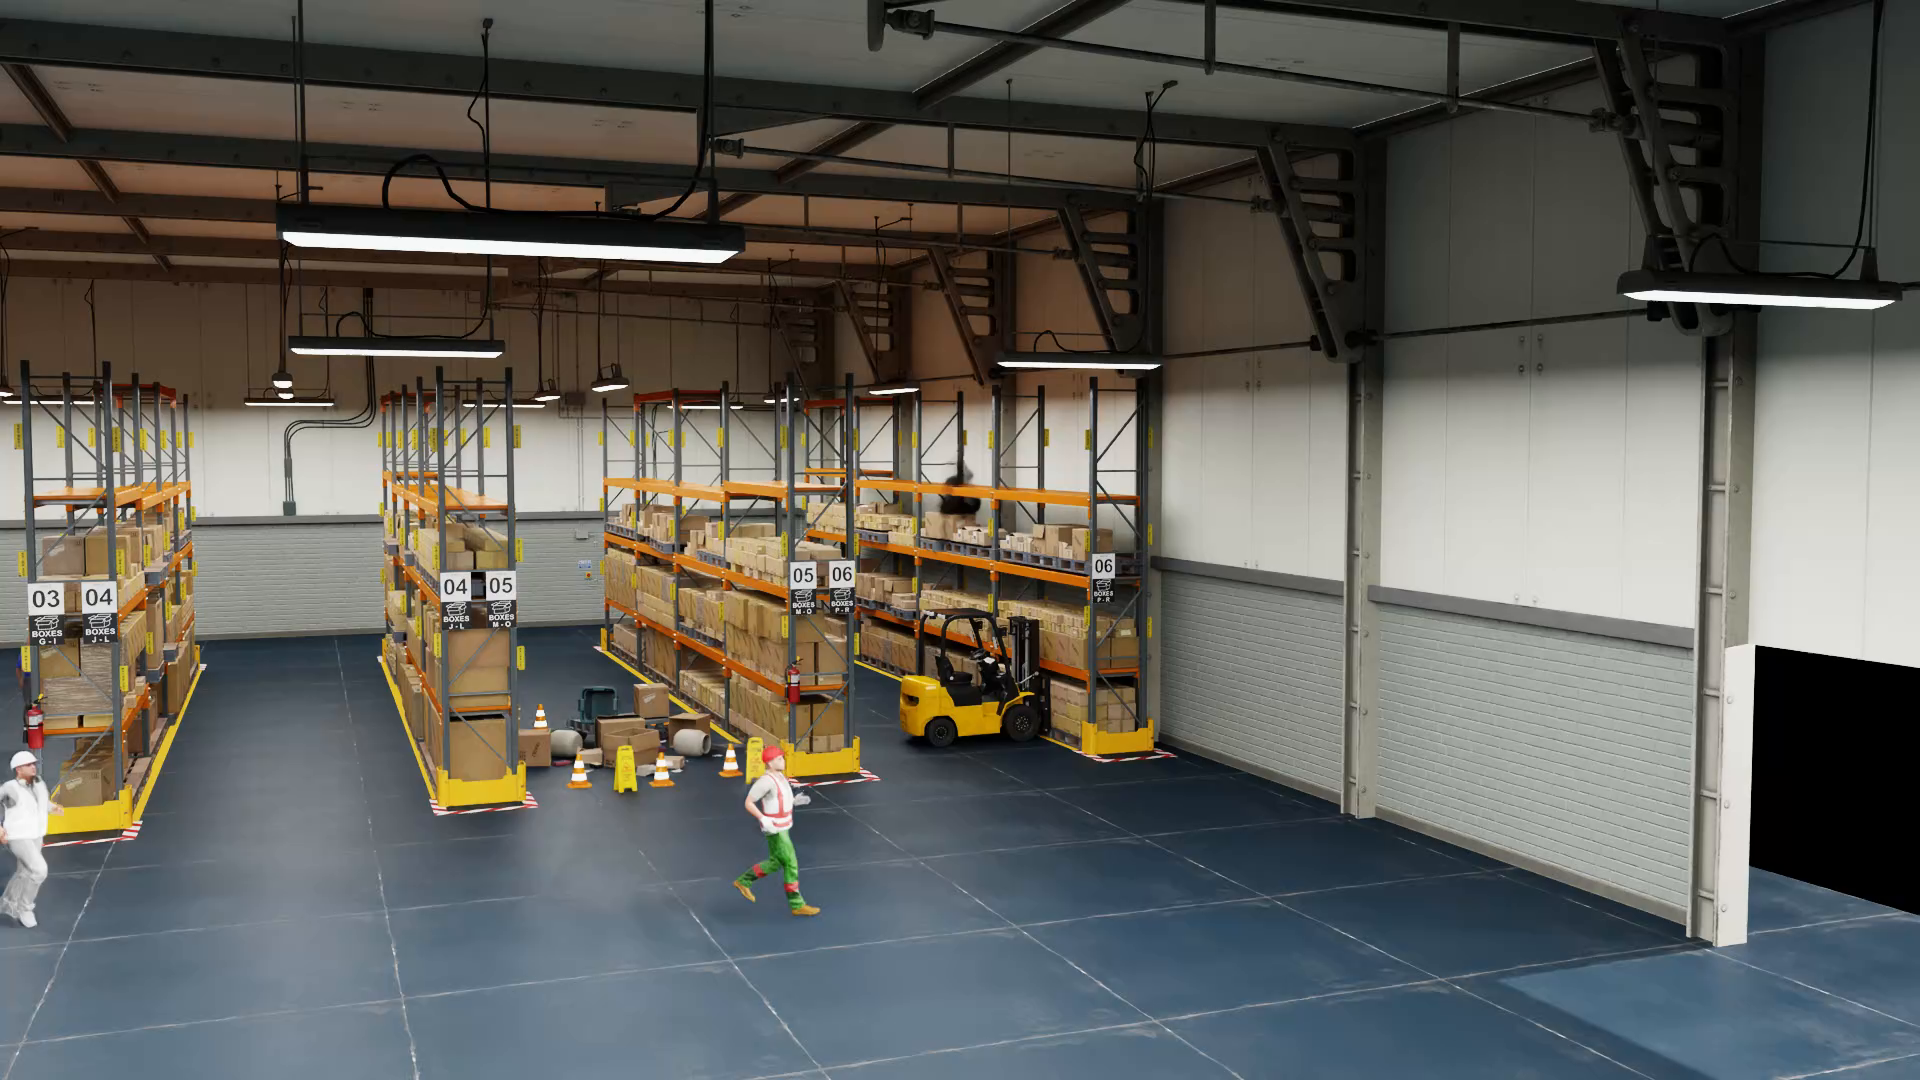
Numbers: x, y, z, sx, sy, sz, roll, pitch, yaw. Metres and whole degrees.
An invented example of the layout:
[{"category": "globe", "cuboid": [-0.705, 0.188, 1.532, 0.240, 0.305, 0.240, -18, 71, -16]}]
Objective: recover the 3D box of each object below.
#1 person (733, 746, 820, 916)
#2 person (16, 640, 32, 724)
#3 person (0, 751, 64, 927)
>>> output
[{"category": "person", "cuboid": [-1.945, 3.045, 17.501, 0.981, 1.768, 0.665, 1, 3, 10]}, {"category": "person", "cuboid": [-15.859, 2.496, 28.511, 0.574, 1.619, 0.605, -1, 4, -21]}, {"category": "person", "cuboid": [-9.677, 3.094, 17.258, 0.746, 1.813, 0.647, 0, 3, 8]}]
